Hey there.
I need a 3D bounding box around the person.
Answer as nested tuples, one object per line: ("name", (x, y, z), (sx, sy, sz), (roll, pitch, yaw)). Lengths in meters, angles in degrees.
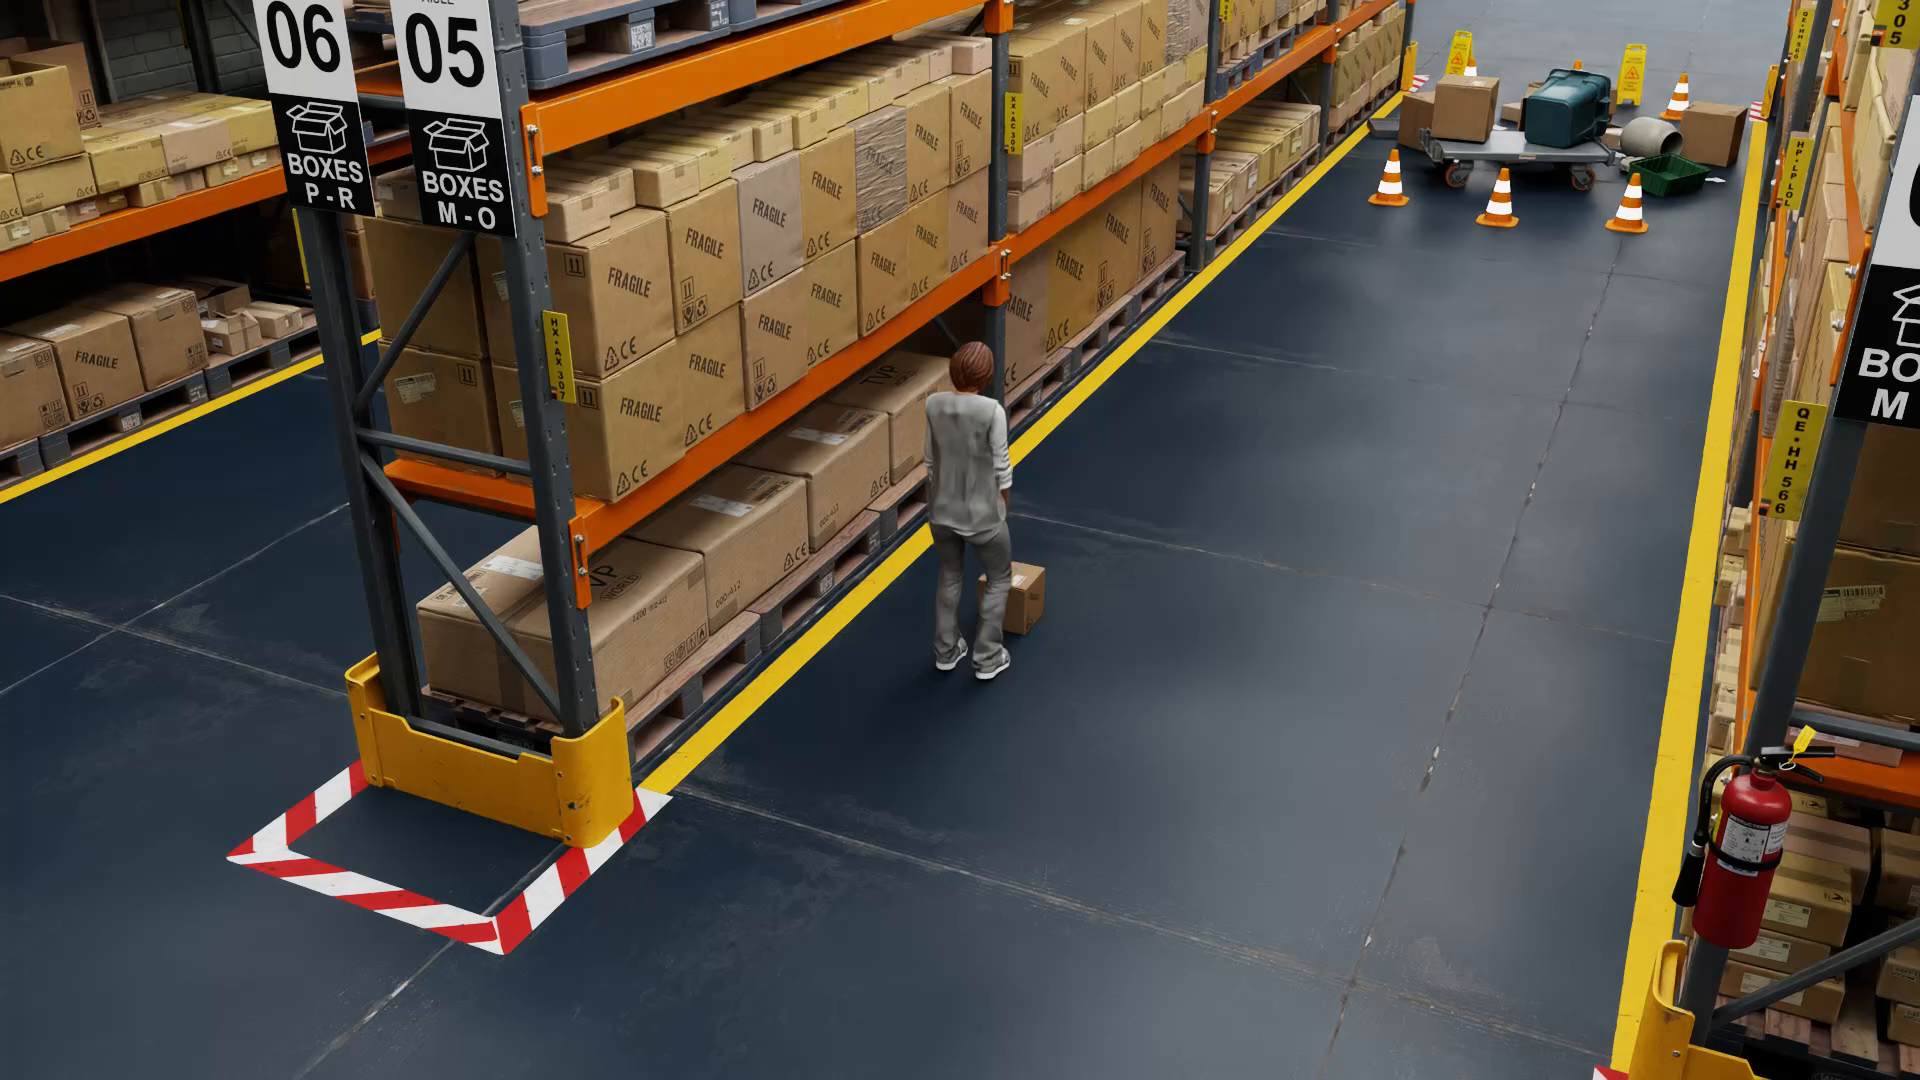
("person", (0.026, -0.110, 7.418), (0.426, 1.542, 0.382), (12, 29, 23))
